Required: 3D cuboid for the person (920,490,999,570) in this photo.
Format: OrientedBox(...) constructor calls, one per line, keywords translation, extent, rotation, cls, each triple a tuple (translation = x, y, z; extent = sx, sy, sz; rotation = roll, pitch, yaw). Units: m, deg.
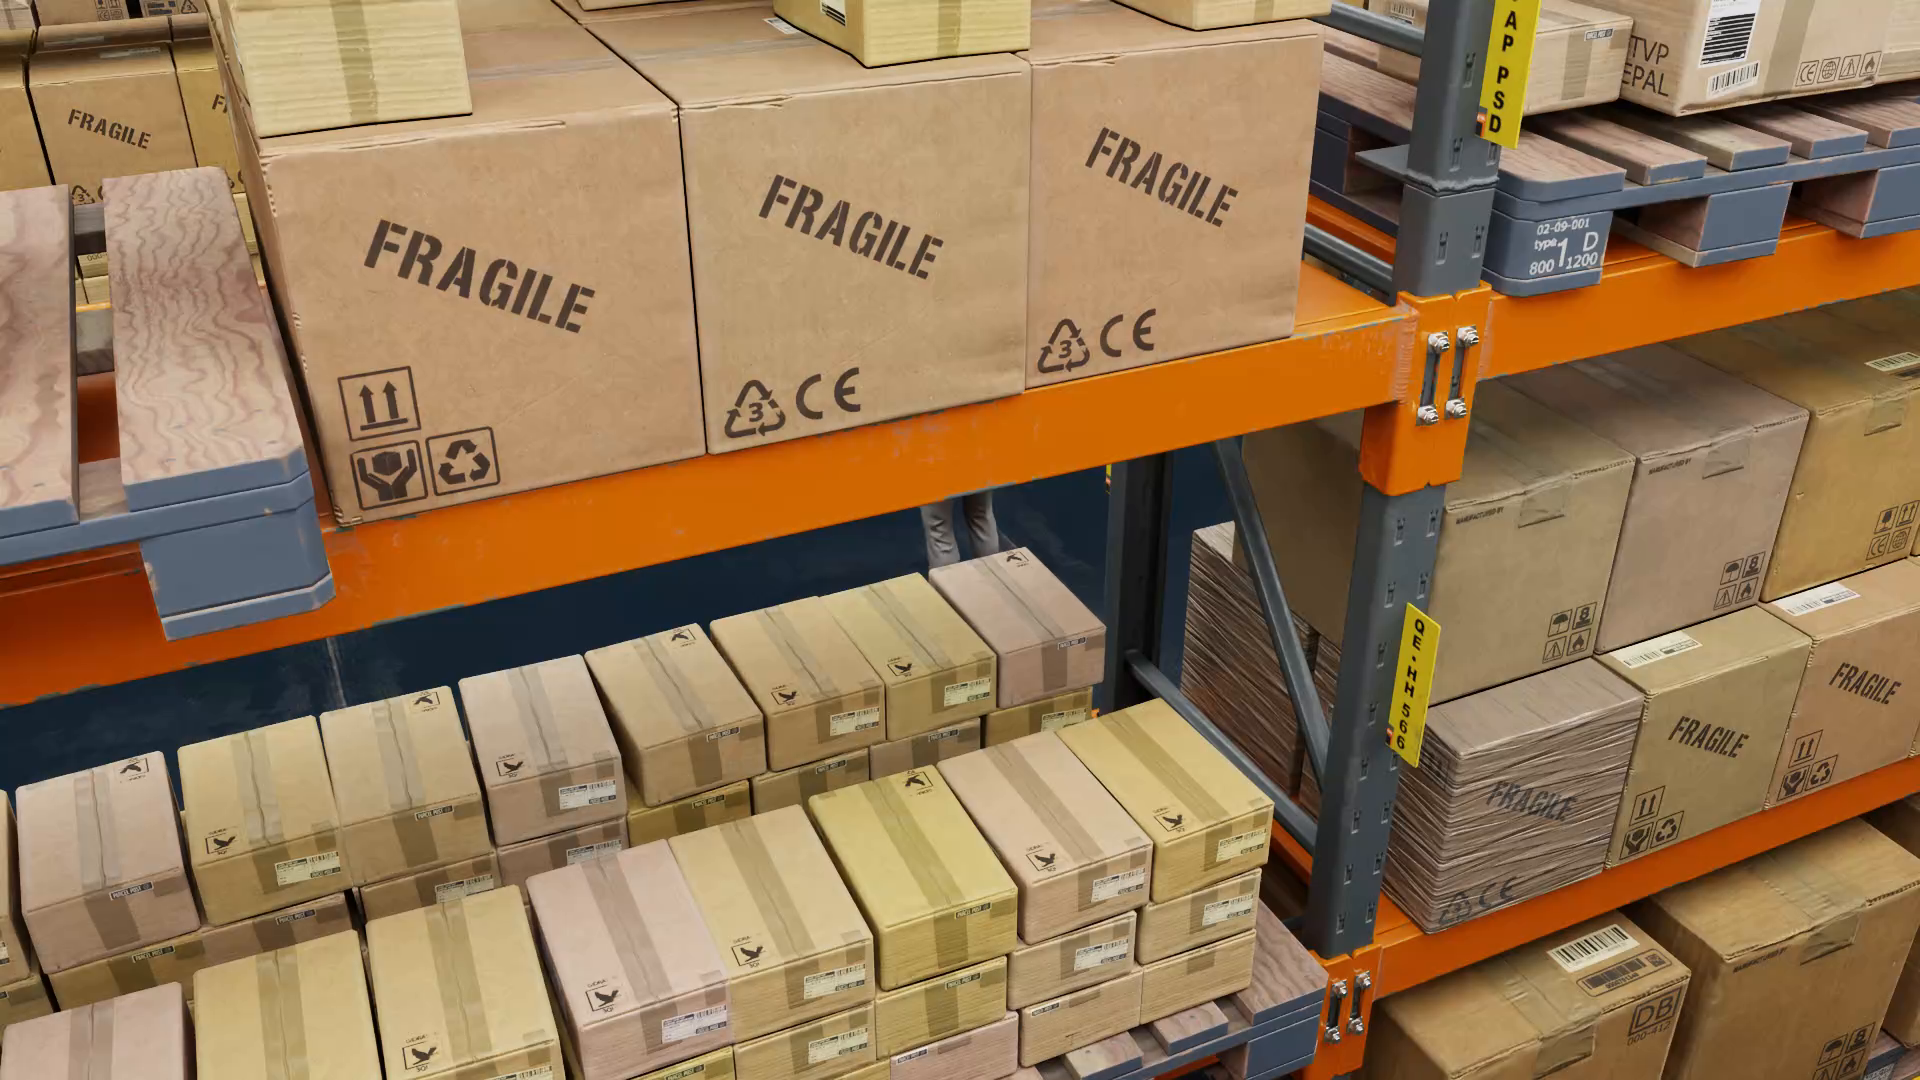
OrientedBox(translation=(-0.055, -0.429, 6.844), extent=(0.480, 1.698, 0.548), rotation=(-17, 34, -27), cls="person")
